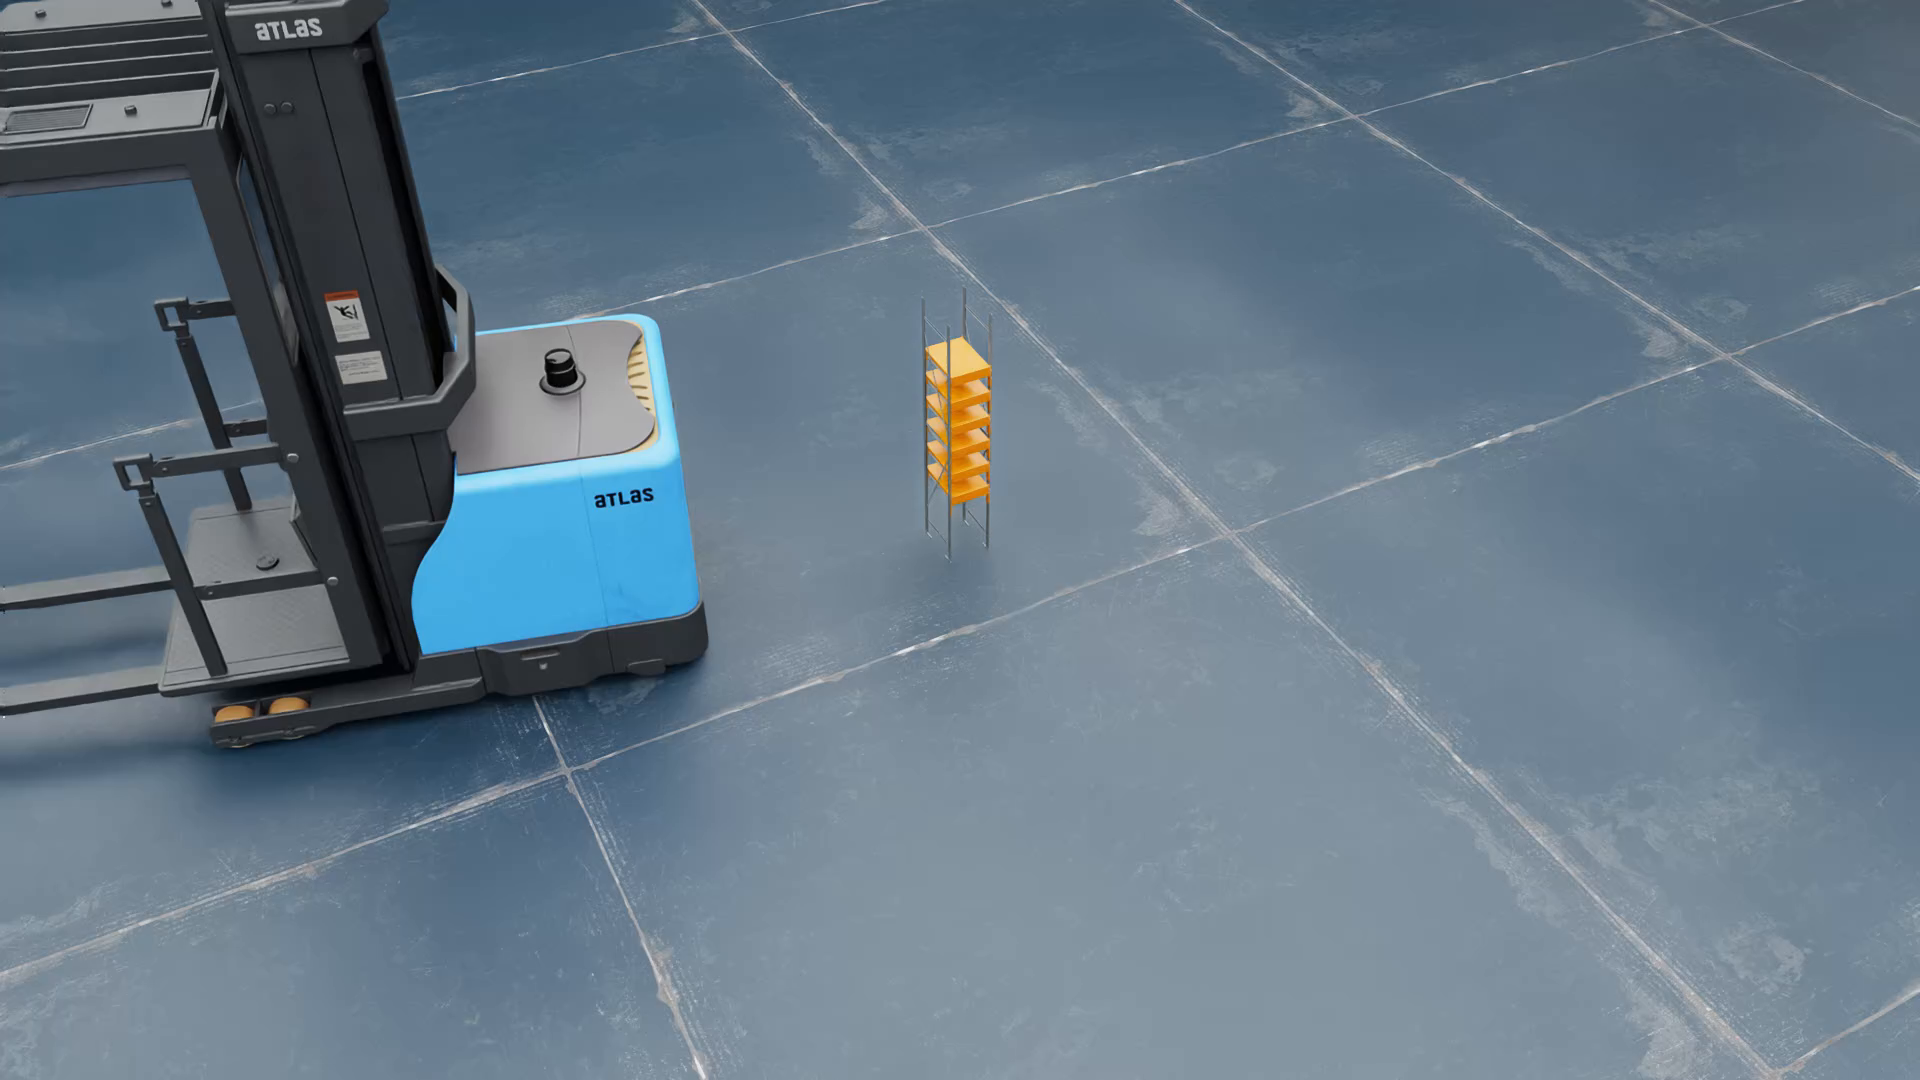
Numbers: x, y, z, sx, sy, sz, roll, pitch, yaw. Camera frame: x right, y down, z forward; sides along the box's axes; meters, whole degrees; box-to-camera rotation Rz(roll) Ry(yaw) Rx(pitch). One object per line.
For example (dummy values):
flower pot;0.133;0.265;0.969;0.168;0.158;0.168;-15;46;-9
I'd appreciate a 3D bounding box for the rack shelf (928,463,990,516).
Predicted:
rack shelf;-0.013;-0.237;7.041;0.180;0.103;0.258;-19;44;-21

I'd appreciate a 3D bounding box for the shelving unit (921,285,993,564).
shelving unit;-0.013;-0.454;6.857;0.189;1.200;0.258;-19;44;-21

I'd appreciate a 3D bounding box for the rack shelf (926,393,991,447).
rack shelf;-0.013;-0.511;6.808;0.180;0.103;0.258;-19;44;-21

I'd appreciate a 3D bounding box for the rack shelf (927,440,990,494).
rack shelf;-0.013;-0.328;6.963;0.180;0.103;0.258;-19;44;-21

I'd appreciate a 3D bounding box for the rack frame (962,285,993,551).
rack frame;0.068;-0.481;6.890;0.006;1.200;0.240;-19;44;-21

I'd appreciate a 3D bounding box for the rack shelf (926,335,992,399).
rack shelf;-0.013;-0.694;6.653;0.180;0.103;0.258;-19;44;-21

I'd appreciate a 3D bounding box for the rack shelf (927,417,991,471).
rack shelf;-0.013;-0.420;6.886;0.180;0.103;0.258;-19;44;-21

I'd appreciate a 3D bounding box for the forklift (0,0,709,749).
forklift;-2.577;-0.706;5.815;3.031;2.935;1.130;-8;41;-10

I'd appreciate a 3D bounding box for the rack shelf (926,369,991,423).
rack shelf;-0.013;-0.603;6.731;0.180;0.103;0.258;-19;44;-21

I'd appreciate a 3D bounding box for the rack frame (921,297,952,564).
rack frame;-0.094;-0.426;6.825;0.006;1.200;0.240;-19;44;-21
